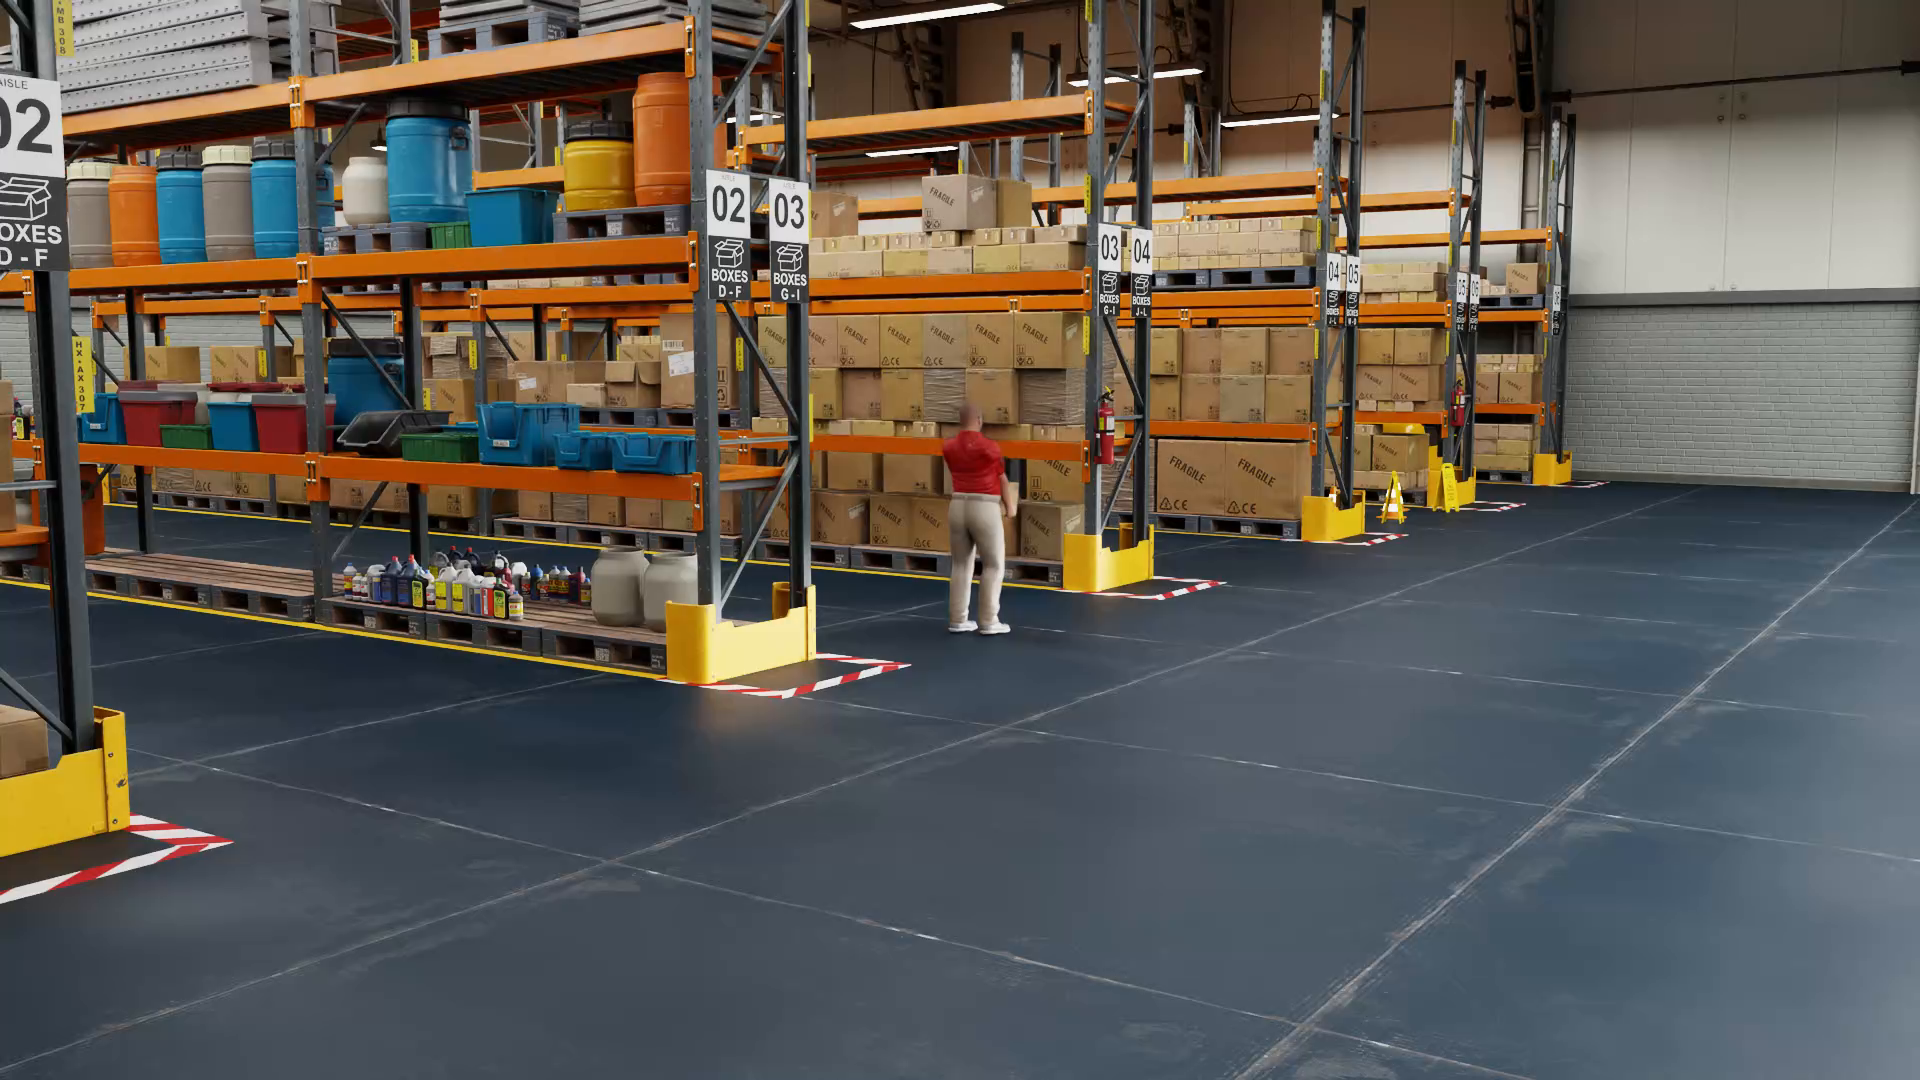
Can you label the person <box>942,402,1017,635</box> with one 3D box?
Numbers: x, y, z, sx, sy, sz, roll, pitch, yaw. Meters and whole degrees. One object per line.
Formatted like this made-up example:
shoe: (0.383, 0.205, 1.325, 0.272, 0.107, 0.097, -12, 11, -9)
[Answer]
person: (0.153, -0.165, 12.410, 0.490, 1.724, 0.541, 4, 8, 33)
